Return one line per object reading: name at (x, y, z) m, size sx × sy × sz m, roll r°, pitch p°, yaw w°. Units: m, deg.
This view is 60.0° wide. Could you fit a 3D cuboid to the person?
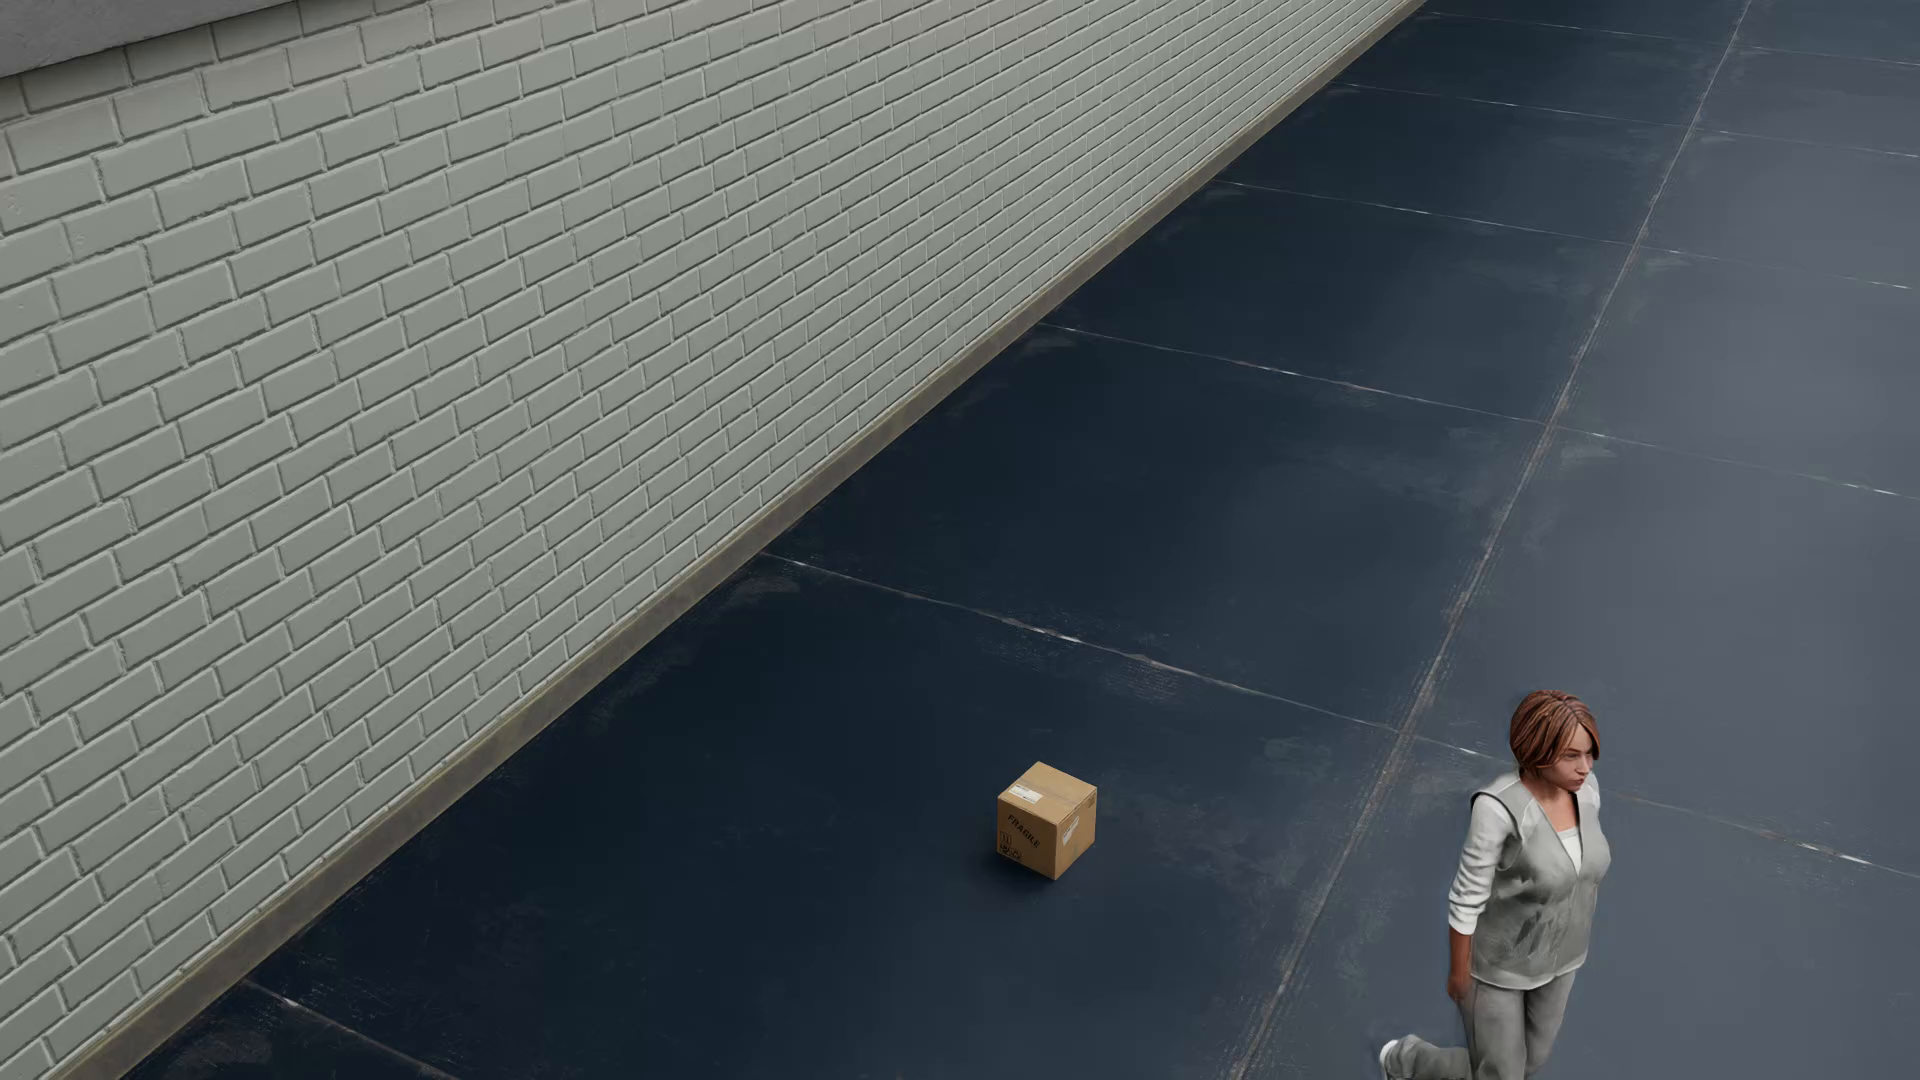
person at (1.414, 1.138, 4.343) m, size 0.406 × 1.271 × 0.429 m, roll -16°, pitch 34°, yaw -25°
